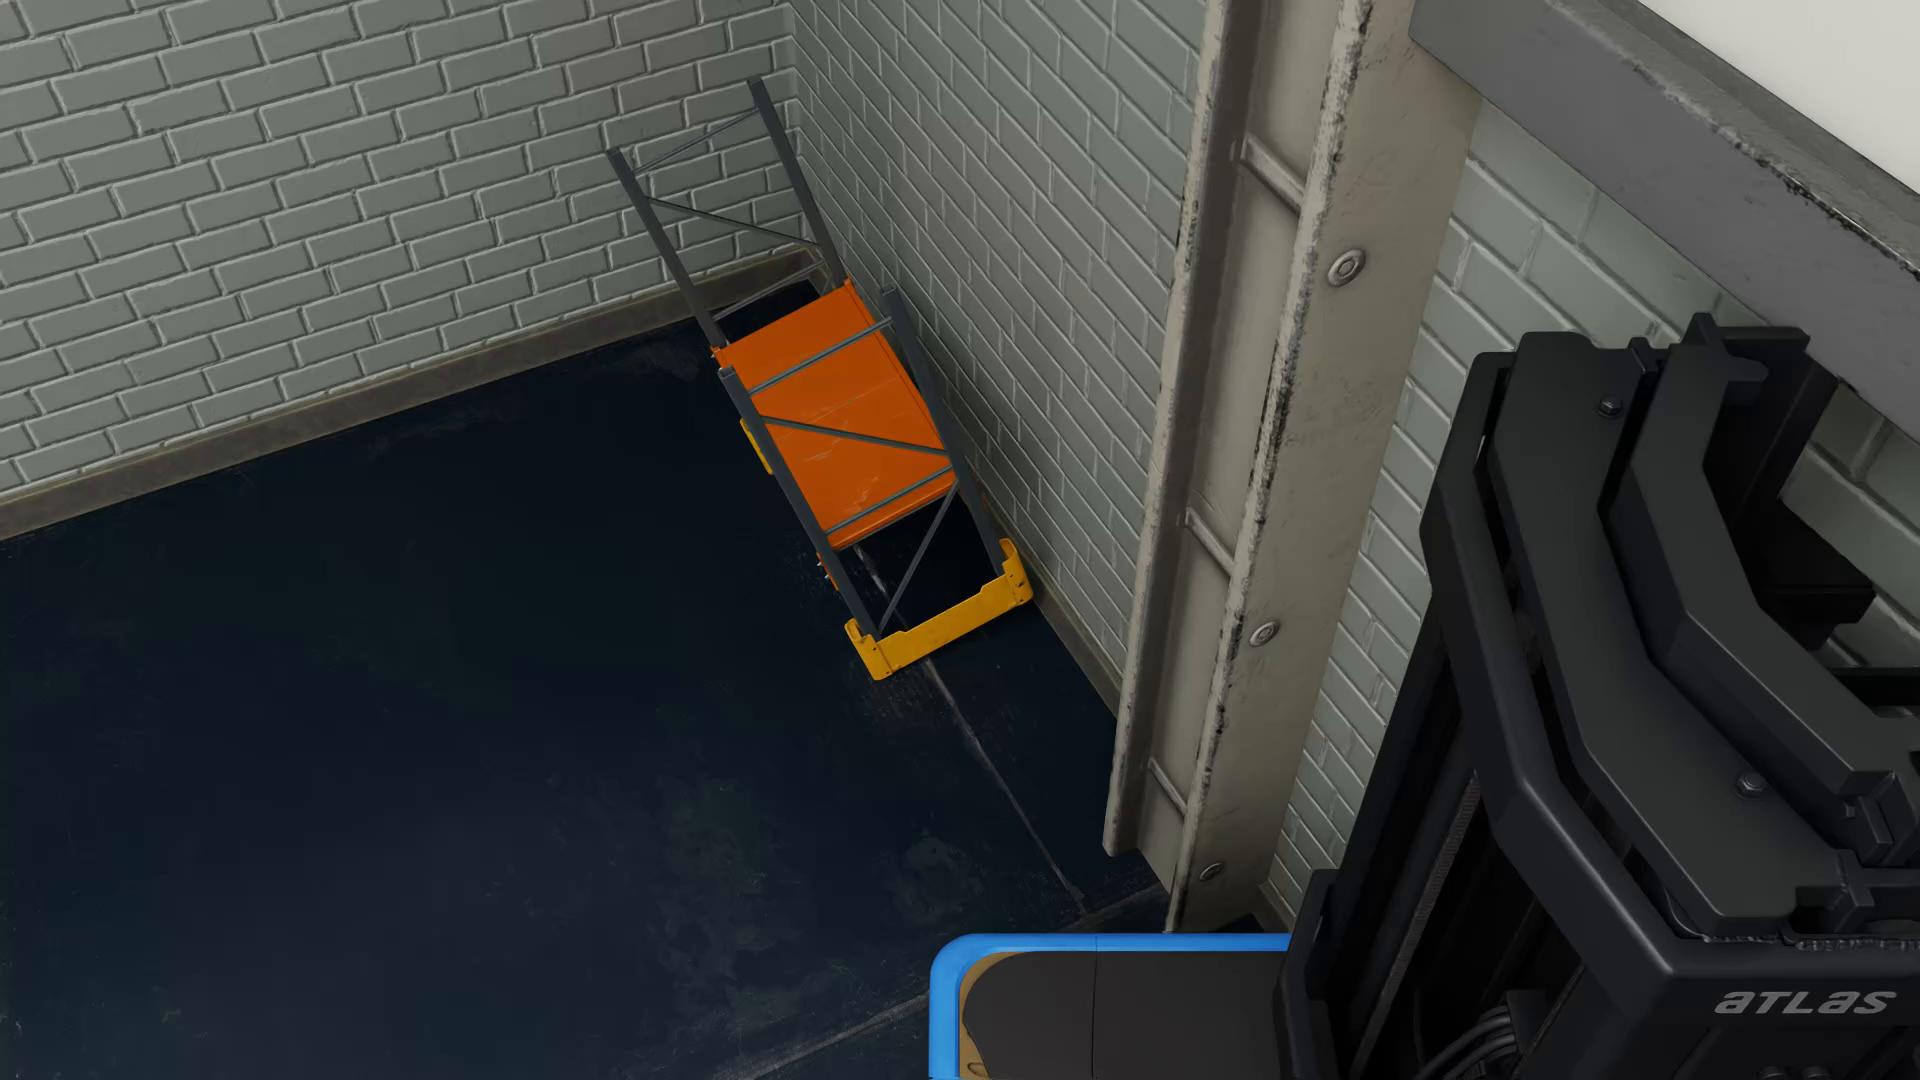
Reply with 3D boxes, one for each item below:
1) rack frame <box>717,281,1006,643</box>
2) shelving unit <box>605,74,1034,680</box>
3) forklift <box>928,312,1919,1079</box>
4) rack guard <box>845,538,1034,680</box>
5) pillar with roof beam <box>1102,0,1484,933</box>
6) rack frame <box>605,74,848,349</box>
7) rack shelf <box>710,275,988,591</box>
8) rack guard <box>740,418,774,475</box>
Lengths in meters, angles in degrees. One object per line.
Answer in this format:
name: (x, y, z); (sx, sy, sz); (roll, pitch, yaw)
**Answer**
rack frame: (-0.203, -0.112, 4.780); (0.500, 1.500, 0.032); (-28, 53, -4)
shelving unit: (-0.414, -0.466, 5.092); (0.587, 1.500, 1.083); (-28, 53, -4)
forklift: (1.438, 0.958, 2.965); (3.031, 2.935, 1.130); (0, 49, 0)
rack guard: (-0.061, 0.223, 5.289); (0.587, 0.250, 0.087); (-28, 53, -4)
pillar with roof beam: (-3.180, -0.498, 0.207); (9.100, 9.000, 0.400); (-21, 52, -18)
rack frame: (-0.618, -0.809, 5.393); (0.500, 1.500, 0.032); (-28, 53, -4)
rack shelf: (-0.367, -0.360, 5.230); (0.538, 0.185, 1.000); (-28, 53, -4)
rack guard: (-0.467, -0.460, 5.890); (0.587, 0.250, 0.087); (-28, 53, -4)
